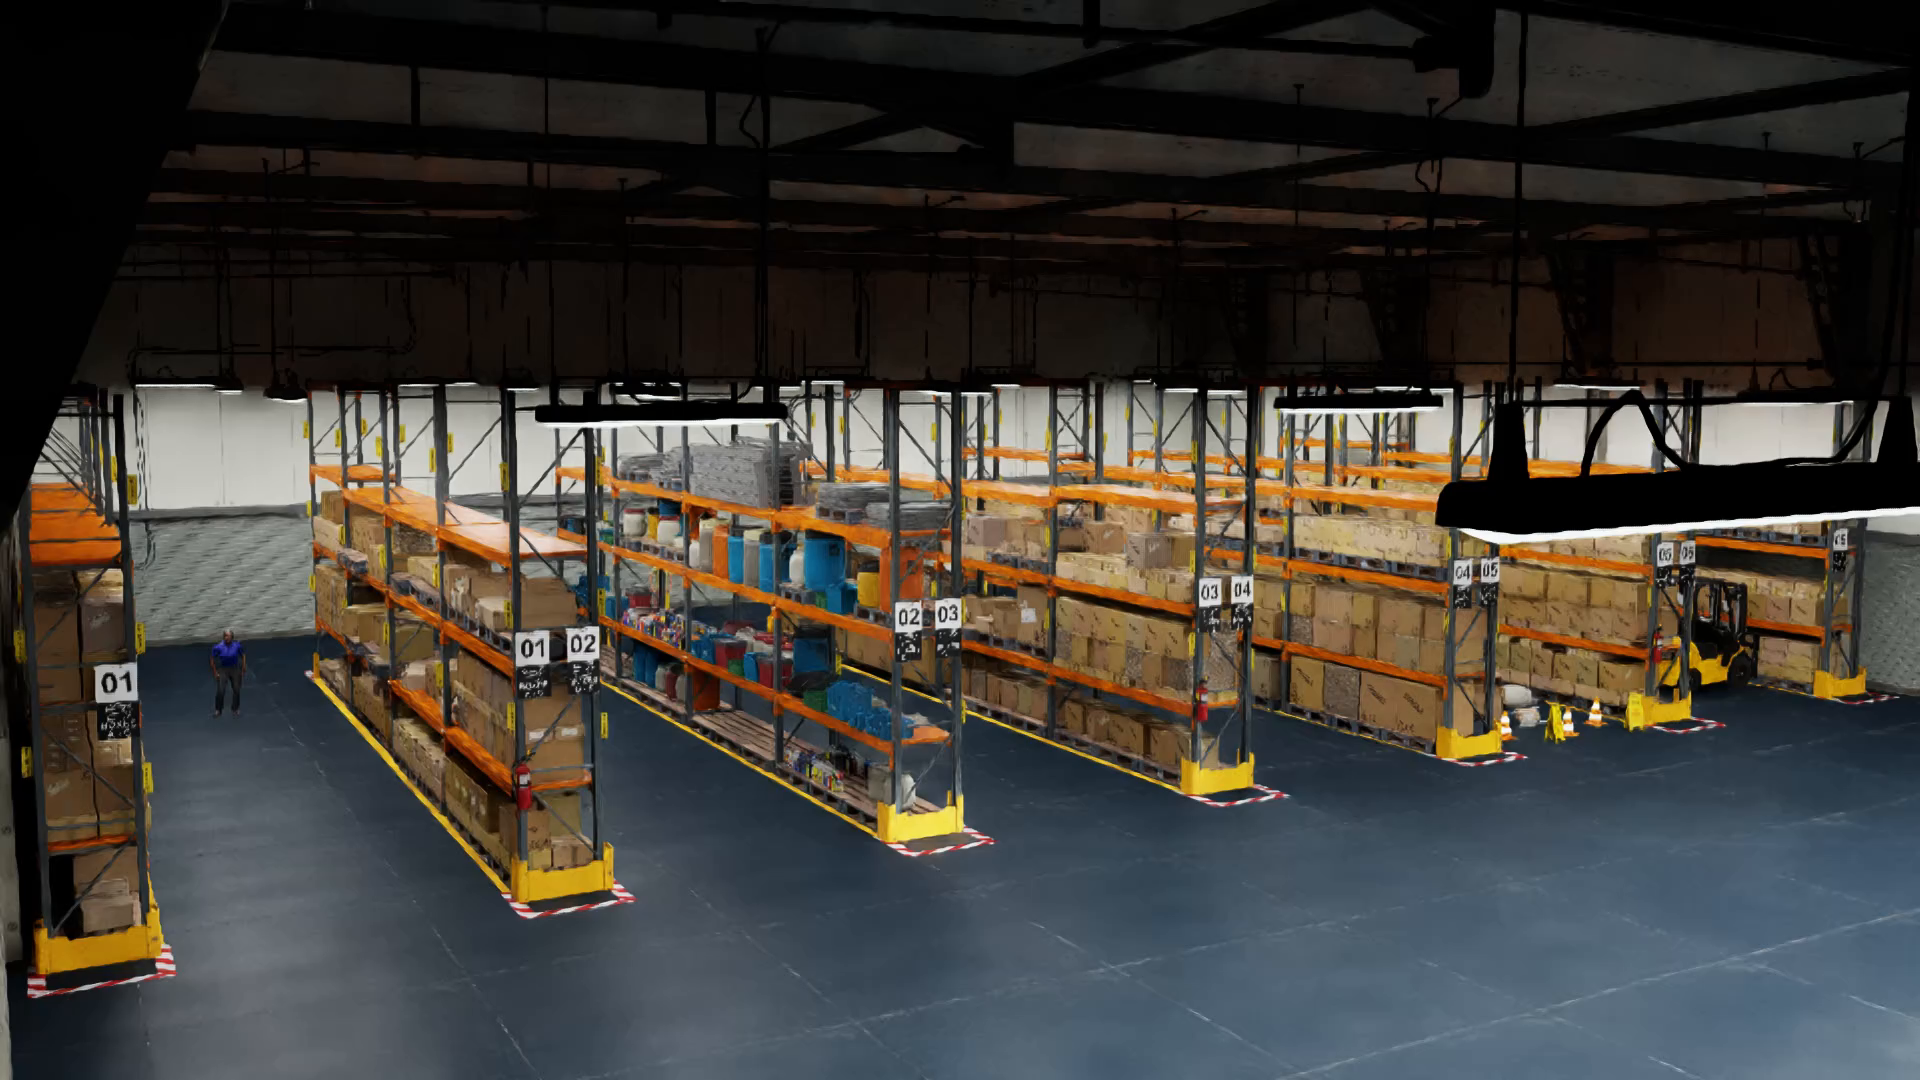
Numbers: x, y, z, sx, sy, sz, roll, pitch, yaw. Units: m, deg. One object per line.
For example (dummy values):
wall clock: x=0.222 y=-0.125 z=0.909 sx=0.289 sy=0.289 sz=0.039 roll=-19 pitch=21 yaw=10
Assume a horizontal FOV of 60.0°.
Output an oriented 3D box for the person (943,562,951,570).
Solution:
person: x=-0.364 y=0.890 z=42.781 sx=0.687 sy=1.773 sz=0.454 roll=3 pitch=7 yaw=28

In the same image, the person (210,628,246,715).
person: x=-13.148 y=2.374 z=29.884 sx=0.592 sy=1.590 sz=0.513 roll=-4 pitch=7 yaw=-31

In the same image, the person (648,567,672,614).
person: x=-7.366 y=1.184 z=40.924 sx=0.598 sy=1.619 sz=0.507 roll=-4 pitch=7 yaw=-31
